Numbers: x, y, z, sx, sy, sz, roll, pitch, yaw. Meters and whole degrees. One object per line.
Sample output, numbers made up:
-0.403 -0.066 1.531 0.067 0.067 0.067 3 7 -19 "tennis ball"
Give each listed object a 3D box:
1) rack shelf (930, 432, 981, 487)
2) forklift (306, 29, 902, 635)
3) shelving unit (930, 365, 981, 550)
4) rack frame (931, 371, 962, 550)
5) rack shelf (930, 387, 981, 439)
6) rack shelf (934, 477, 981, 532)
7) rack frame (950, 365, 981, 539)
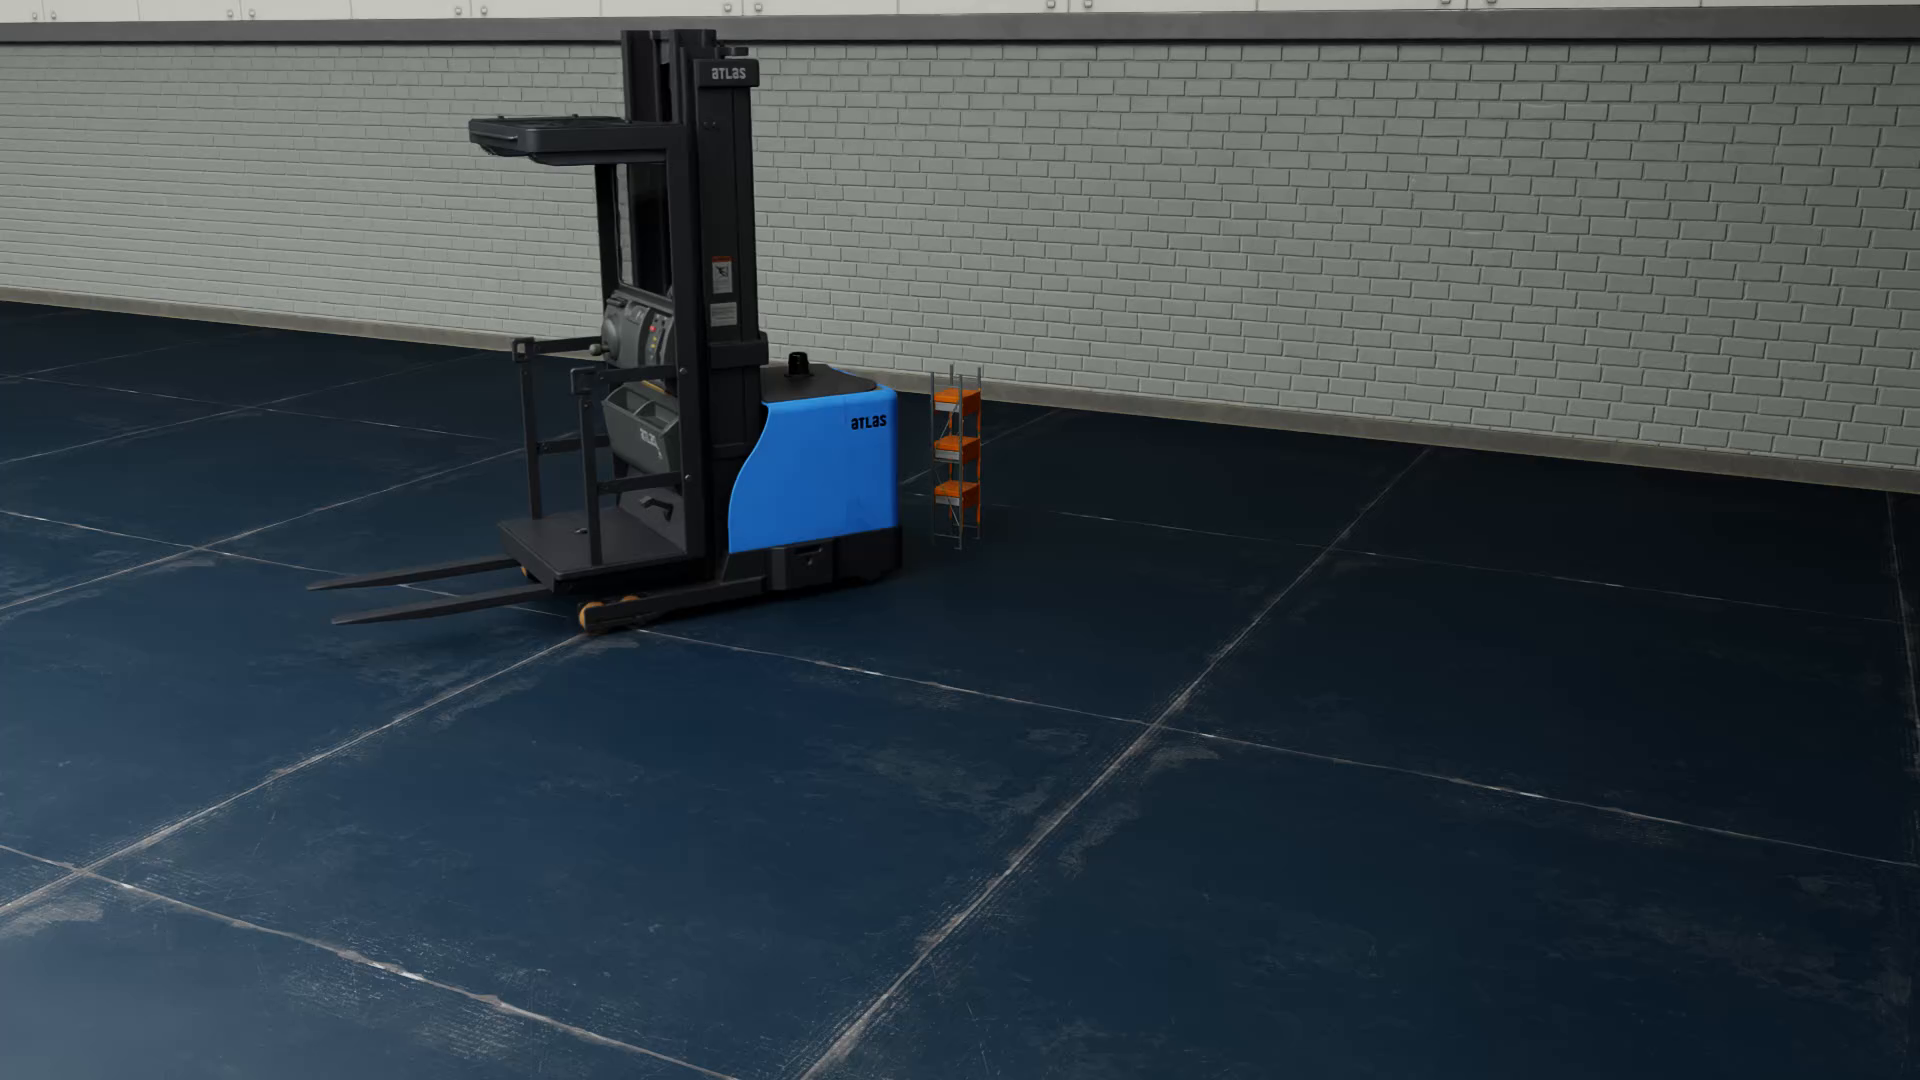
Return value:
-0.024 -0.479 9.832 0.215 0.259 0.240 8 18 25 "rack shelf"
-1.853 -1.096 8.566 3.031 2.935 1.130 -10 19 -29 "forklift"
-0.024 -0.490 9.829 0.215 1.050 0.252 8 18 25 "shelving unit"
-0.078 -0.459 9.724 0.200 1.050 0.008 8 18 25 "rack frame"
-0.024 -0.752 9.751 0.215 0.259 0.240 8 18 25 "rack shelf"
-0.024 -0.213 9.911 0.215 0.259 0.240 8 18 25 "rack shelf"
0.031 -0.521 9.934 0.200 1.050 0.008 8 18 25 "rack frame"
